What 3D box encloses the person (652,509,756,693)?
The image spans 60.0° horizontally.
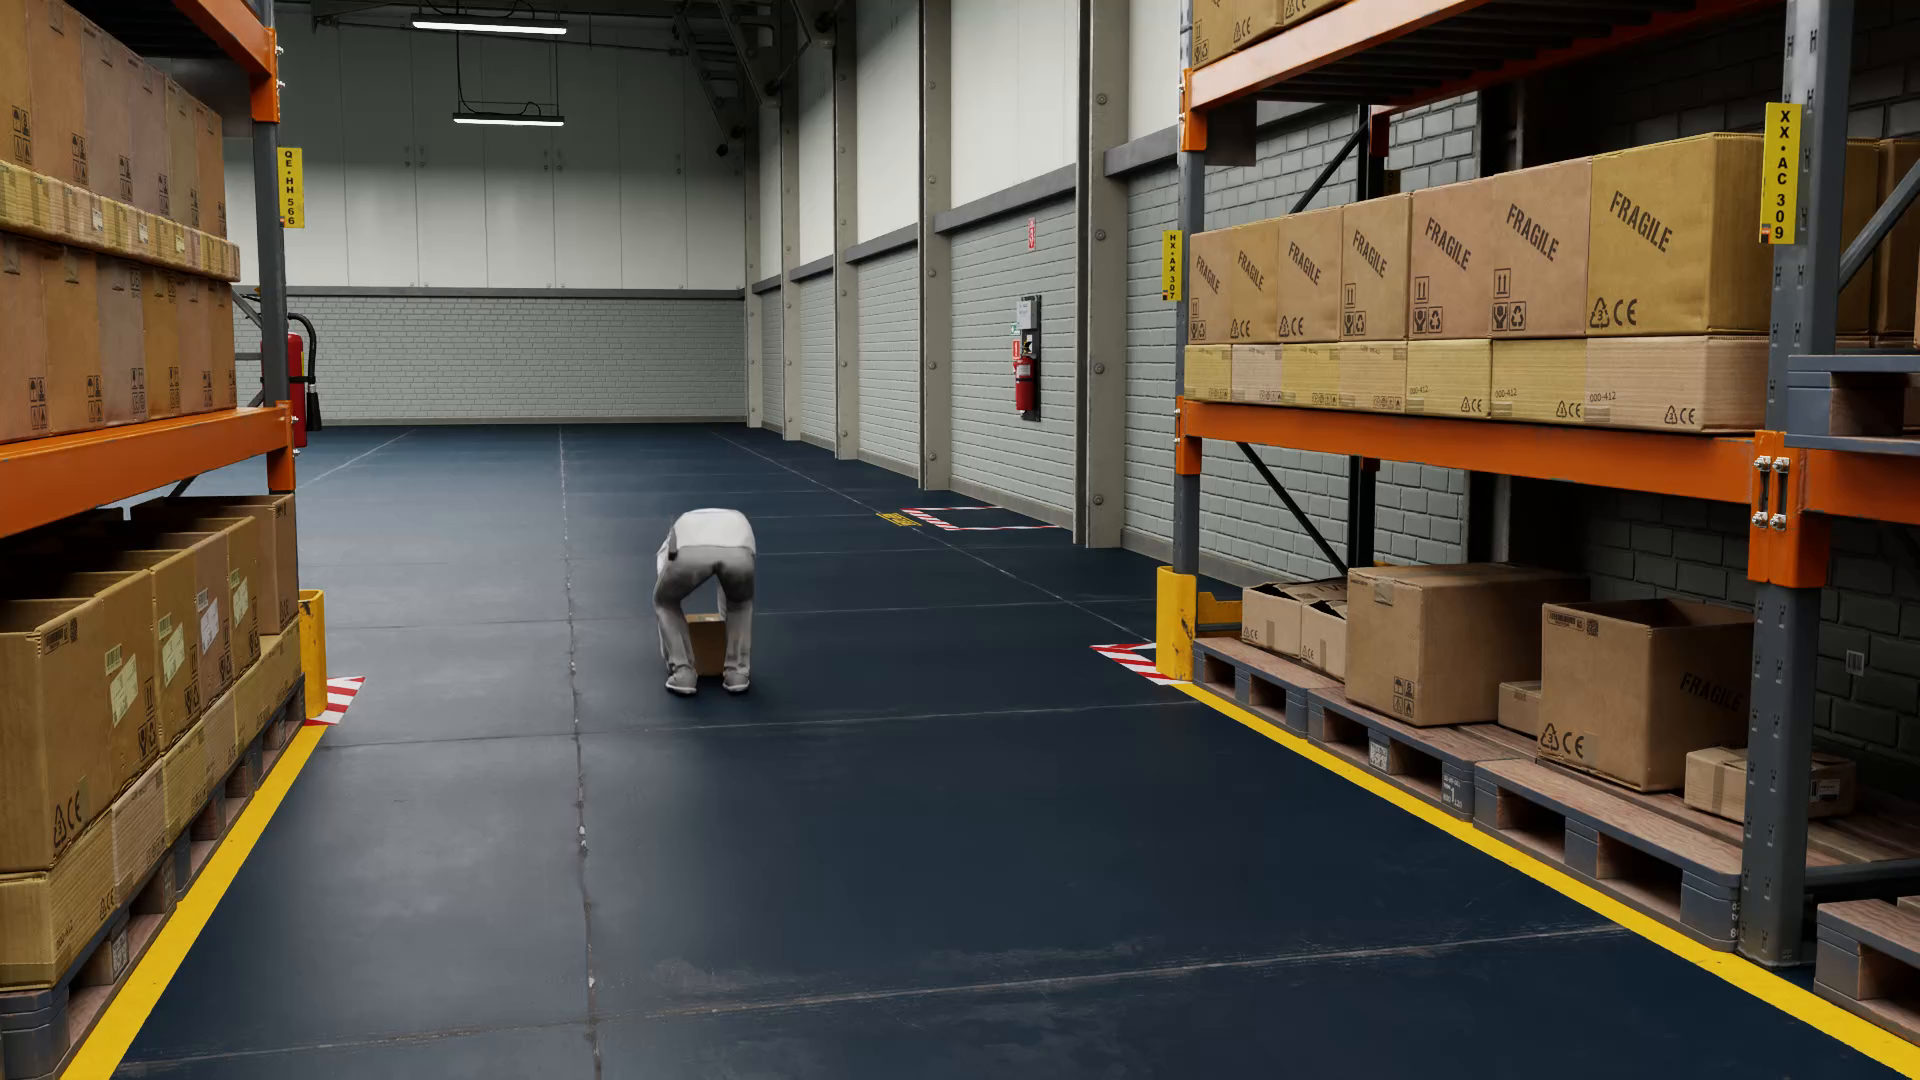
[{"bbox_3d":[-1.183,0.261,7.664,0.467,0.842,0.889,-2,6,-16],"label":"person"}]
